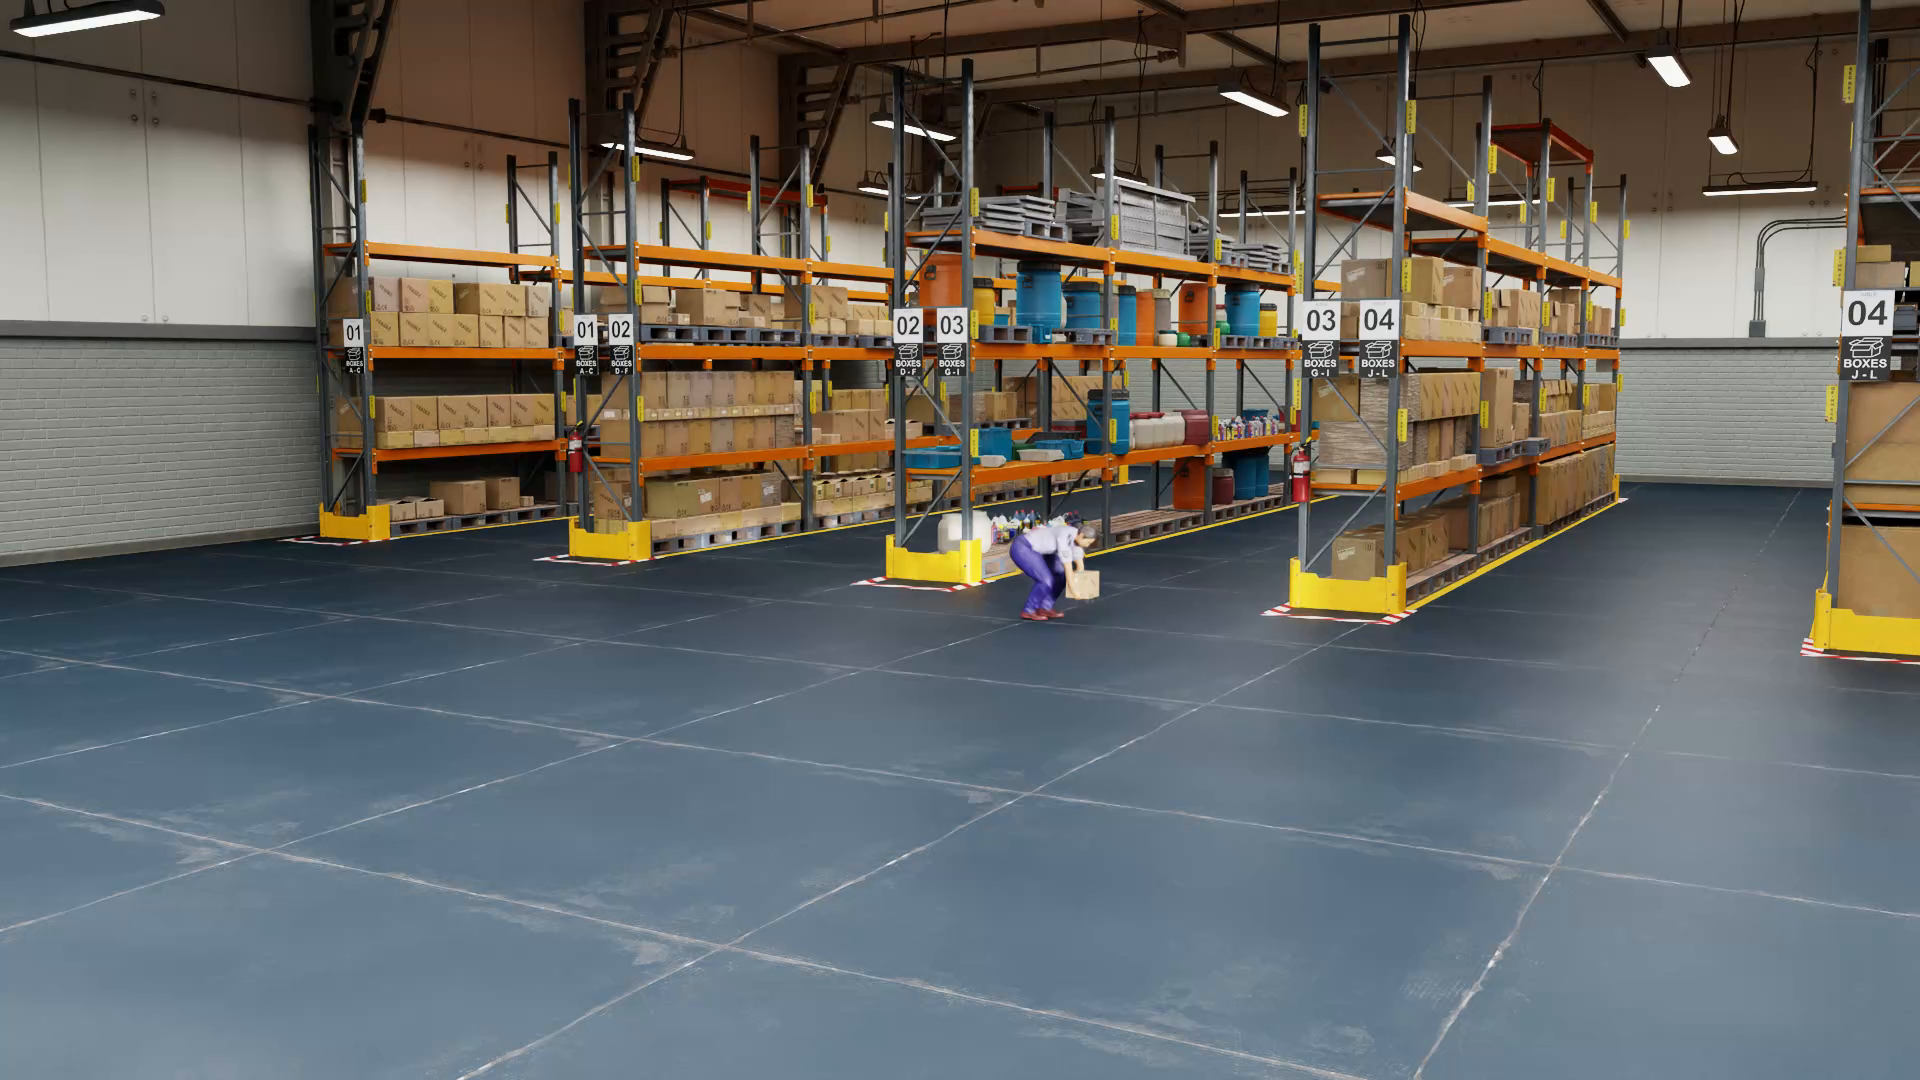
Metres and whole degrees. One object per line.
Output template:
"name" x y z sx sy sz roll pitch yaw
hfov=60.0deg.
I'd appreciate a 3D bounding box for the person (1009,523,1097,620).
"person" 0.946 0.306 16.709 0.892 0.987 0.505 3 7 26
